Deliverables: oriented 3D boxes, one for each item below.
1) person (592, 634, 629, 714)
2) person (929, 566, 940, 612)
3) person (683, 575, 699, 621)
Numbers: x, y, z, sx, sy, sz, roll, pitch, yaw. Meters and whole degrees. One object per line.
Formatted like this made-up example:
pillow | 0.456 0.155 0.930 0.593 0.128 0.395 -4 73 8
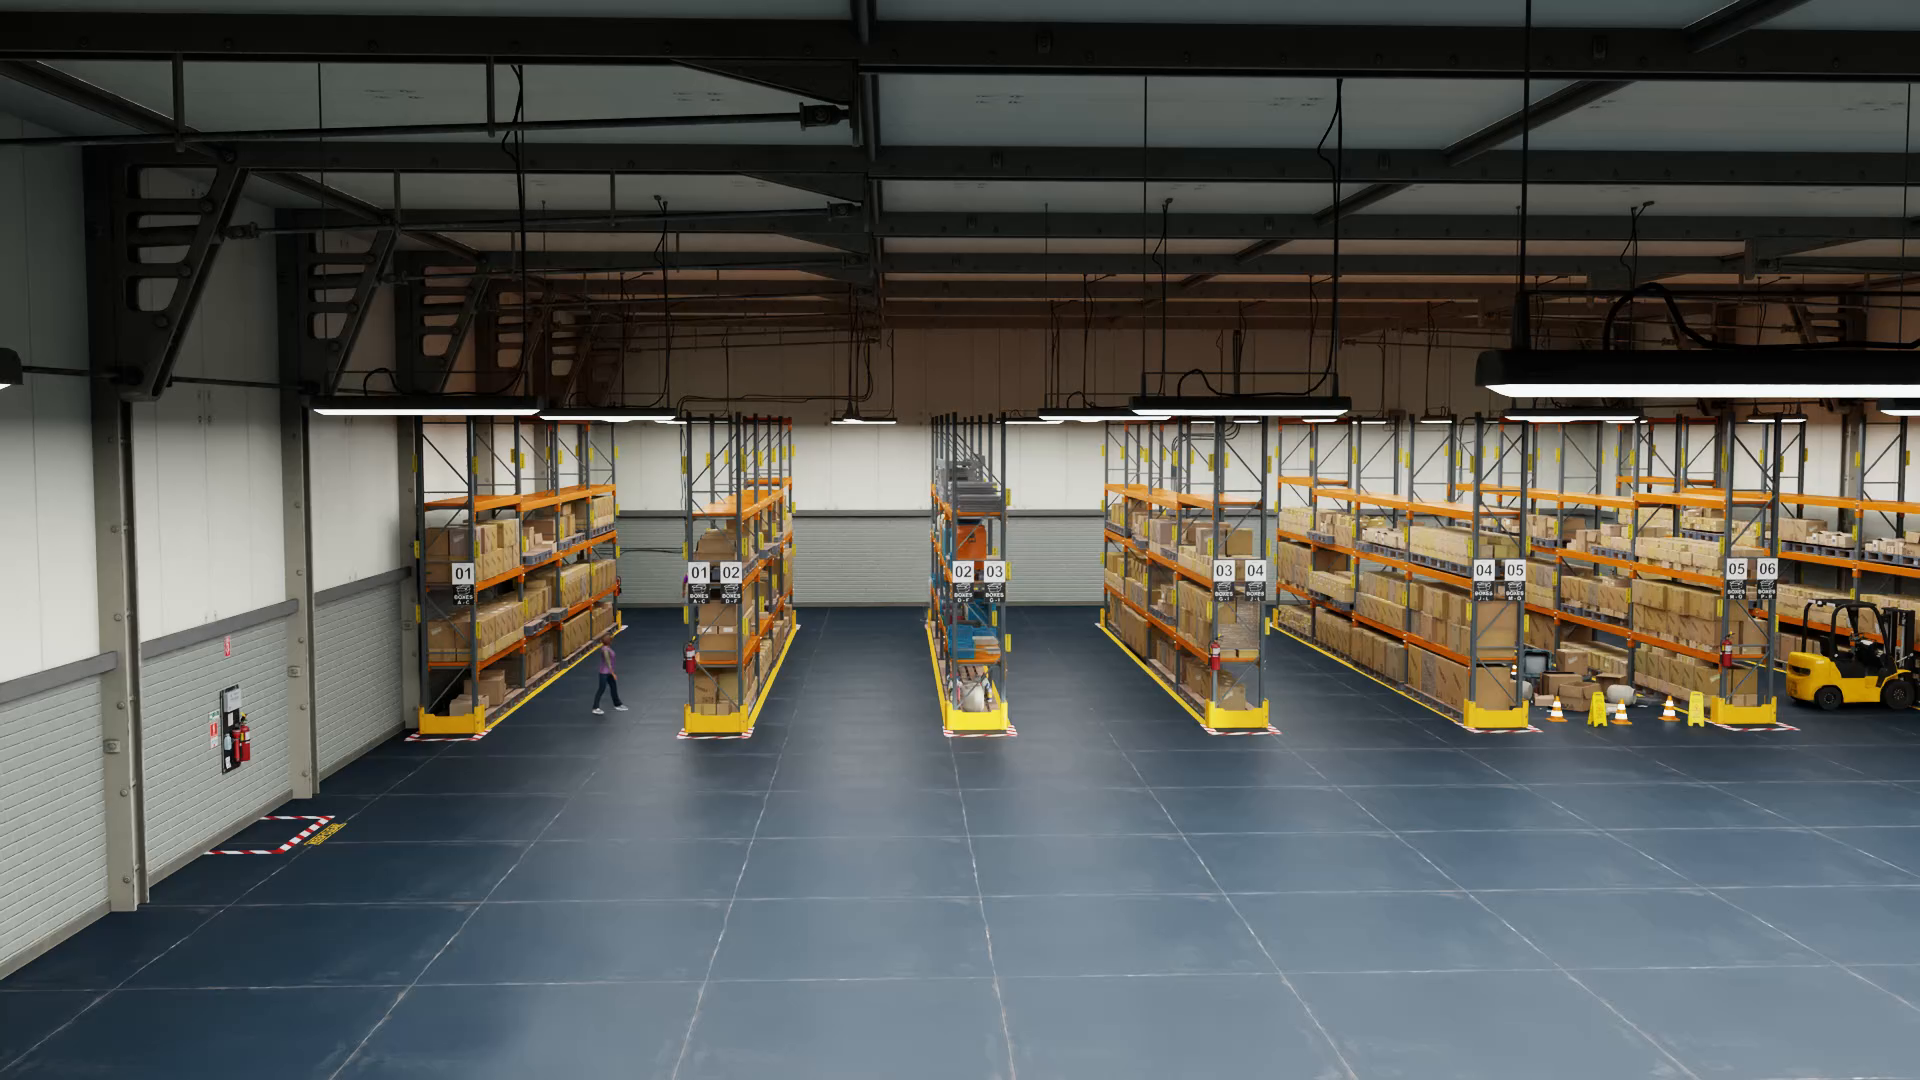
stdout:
person | -7.026 2.659 33.271 0.620 1.574 0.564 0 4 2
person | -0.666 1.572 48.603 0.439 1.668 0.507 4 5 43
person | -7.723 1.589 48.448 0.716 1.792 0.874 0 4 -6
